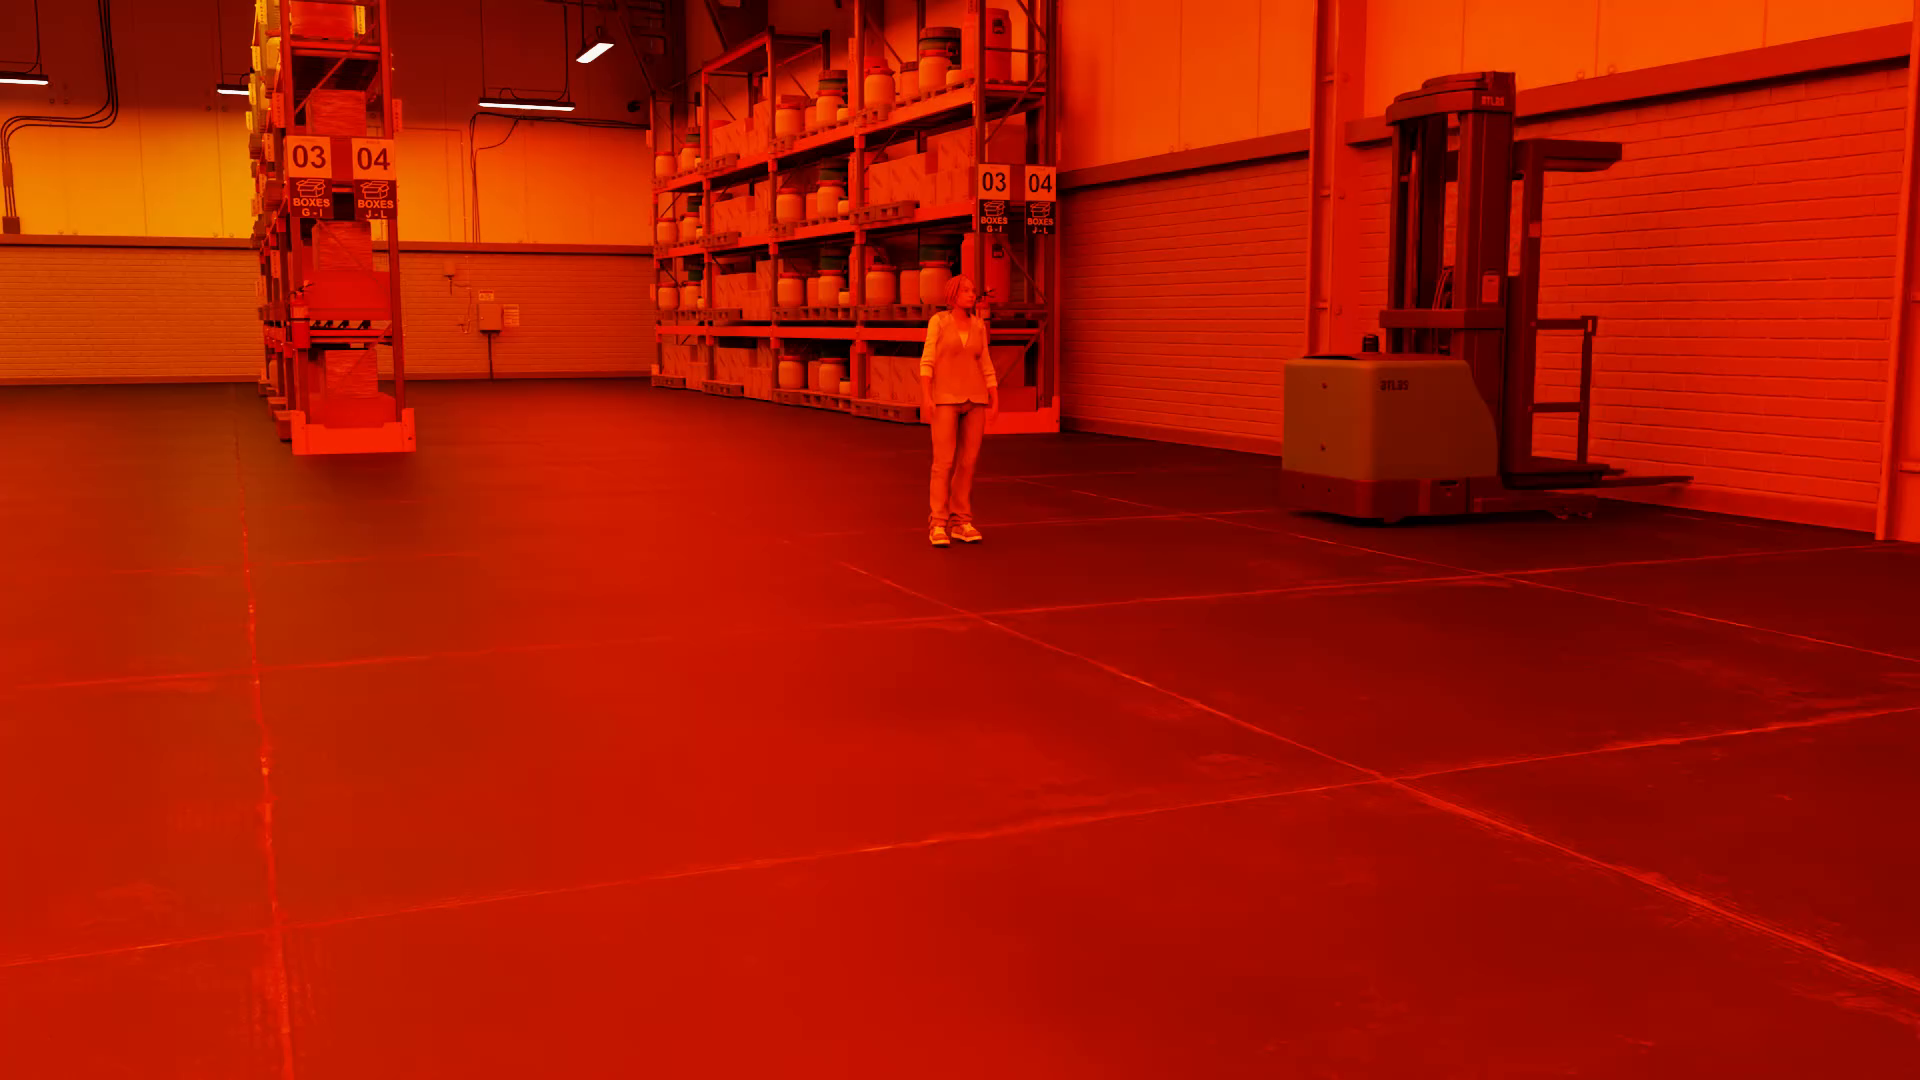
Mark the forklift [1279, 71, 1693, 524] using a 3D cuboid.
[{"bbox_3d":[3.785,-1.653,11.482,3.031,2.935,1.130,-3,8,-21],"label":"forklift"}]

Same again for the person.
[{"bbox_3d":[0.017,-0.789,9.975,0.521,1.599,0.473,-3,8,-23],"label":"person"}]
